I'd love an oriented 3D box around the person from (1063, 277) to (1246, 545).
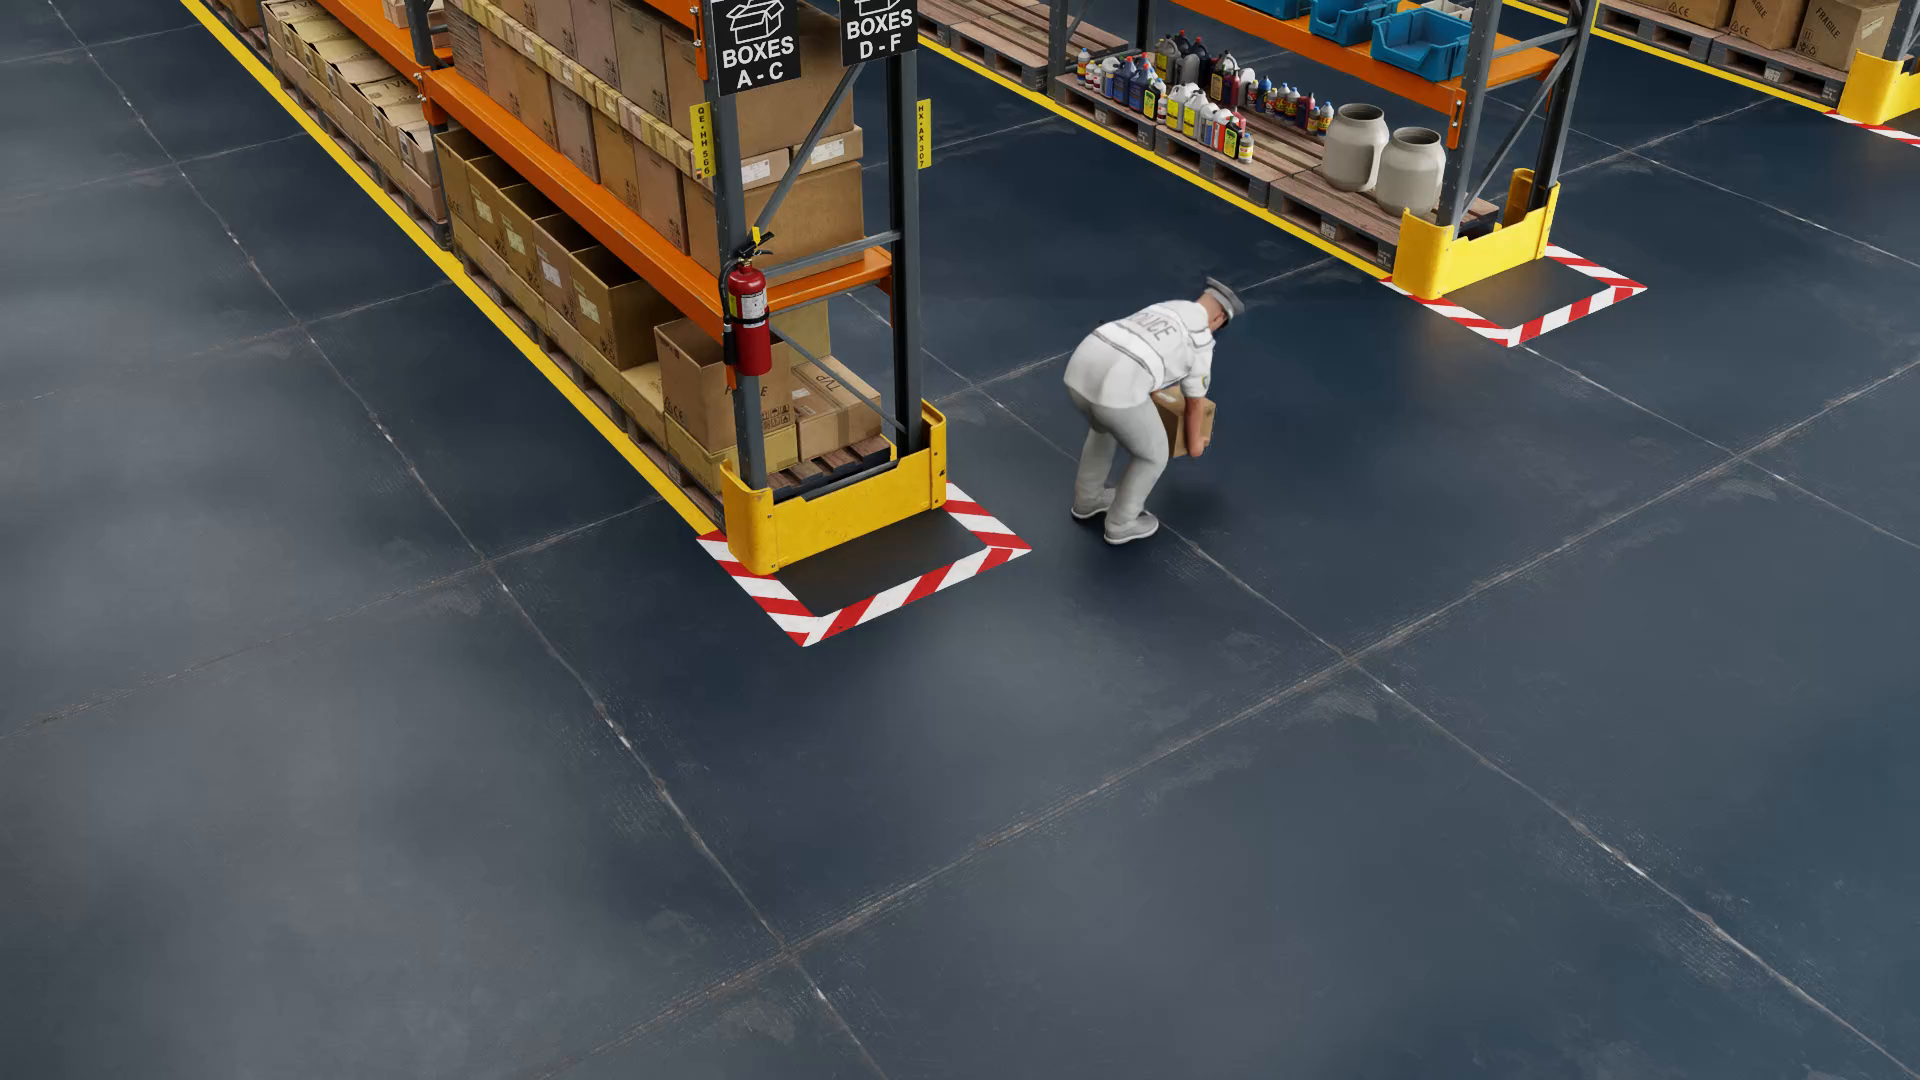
[{"bbox_3d":[0.986,-0.659,8.376,1.038,1.196,0.490,-24,42,-29],"label":"person"}]
